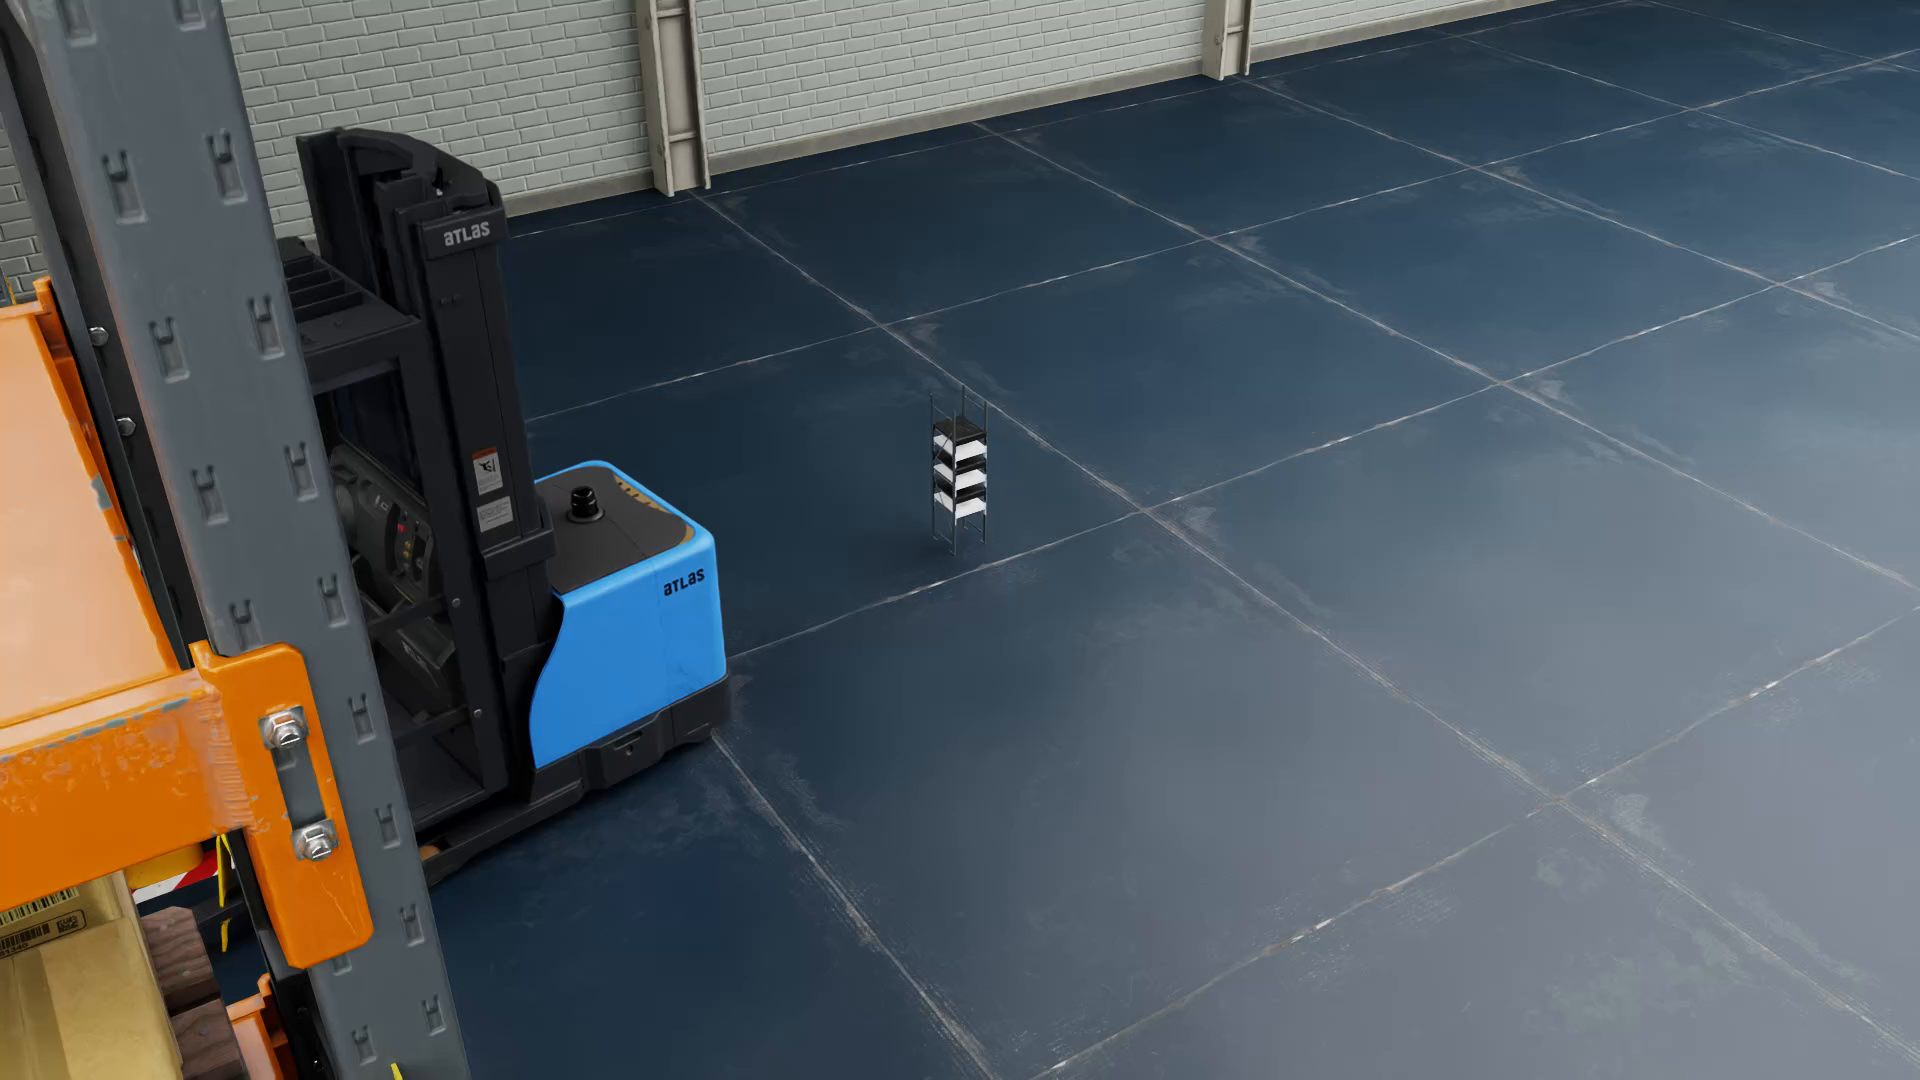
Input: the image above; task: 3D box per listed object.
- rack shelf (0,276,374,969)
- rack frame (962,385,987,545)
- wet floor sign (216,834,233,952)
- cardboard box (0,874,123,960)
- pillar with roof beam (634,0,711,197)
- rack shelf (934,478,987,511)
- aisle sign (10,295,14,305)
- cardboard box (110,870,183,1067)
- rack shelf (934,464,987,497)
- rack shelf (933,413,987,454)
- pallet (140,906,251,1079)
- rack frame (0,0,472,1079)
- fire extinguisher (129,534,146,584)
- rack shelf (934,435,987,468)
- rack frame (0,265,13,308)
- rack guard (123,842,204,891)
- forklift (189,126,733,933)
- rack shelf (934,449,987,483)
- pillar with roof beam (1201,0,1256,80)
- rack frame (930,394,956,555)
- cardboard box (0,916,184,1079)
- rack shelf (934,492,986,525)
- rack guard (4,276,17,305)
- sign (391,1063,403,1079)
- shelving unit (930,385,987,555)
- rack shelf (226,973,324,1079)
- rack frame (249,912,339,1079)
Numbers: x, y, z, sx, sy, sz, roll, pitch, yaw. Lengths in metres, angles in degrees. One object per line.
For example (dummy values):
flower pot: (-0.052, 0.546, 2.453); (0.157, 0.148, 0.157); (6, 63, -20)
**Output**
rack shelf: (-2.551, 0.598, 1.038); (4.000, 0.370, 1.077); (-19, 37, -27)
rack frame: (0.079, -0.408, 9.174); (0.006, 0.900, 0.240); (-19, 37, -27)
wet floor sign: (-2.898, 1.314, 6.684); (0.232, 0.644, 0.267); (-7, 33, -11)
cardboard box: (-1.415, 0.557, 2.240); (0.500, 0.250, 0.500); (-19, 37, -27)
pillar with roof beam: (-0.028, -4.876, 8.666); (0.400, 9.000, 9.100); (-19, 37, -27)
rack shelf: (-0.007, -0.274, 9.194); (0.200, 0.077, 0.258); (-19, 37, -27)
aisle sign: (-3.428, -1.094, 5.858); (0.004, 0.787, 0.394); (-19, 37, -27)
cardboard box: (-1.332, 0.657, 2.456); (0.250, 0.149, 0.380); (-19, 37, -27)
rack shelf: (-0.007, -0.350, 9.146); (0.200, 0.077, 0.258); (-19, 37, -27)
rack shelf: (-0.007, -0.578, 9.002); (0.200, 0.077, 0.258); (-19, 37, -27)
pallet: (-1.488, 1.072, 2.133); (1.213, 0.211, 1.003); (-19, 37, -27)
rack frame: (-0.870, -0.454, 1.656); (0.127, 3.000, 1.000); (-19, 37, -27)
fire extinguisher: (-3.291, 0.100, 6.475); (0.183, 0.674, 0.296); (-19, 37, -27)
rack shelf: (-0.007, -0.502, 9.050); (0.200, 0.077, 0.258); (-19, 37, -27)
rack frame: (-3.637, -0.107, 6.729); (0.127, 3.000, 1.000); (-19, 37, -27)
rack guard: (-3.701, 0.972, 7.361); (0.348, 0.500, 1.175); (-19, 37, -27)
forklift: (-2.516, -0.022, 6.659); (3.031, 2.935, 1.130); (-26, 40, -34)
rack shelf: (-0.007, -0.426, 9.098); (0.200, 0.077, 0.258); (-19, 37, -27)
pillar with roof beam: (5.015, -6.610, 11.416); (0.400, 9.000, 9.100); (-19, 37, -27)
rack frame: (-0.092, -0.349, 9.081); (0.006, 0.900, 0.240); (-19, 37, -27)
cardboard box: (-0.970, 0.614, 1.776); (0.250, 0.149, 0.380); (-19, 37, -27)
rack shelf: (-0.007, -0.198, 9.242); (0.200, 0.077, 0.258); (-19, 37, -27)
rack guard: (-6.310, -1.281, 10.934); (0.348, 0.500, 1.175); (-19, 37, -27)
sign: (-0.588, 0.721, 1.849); (0.005, 0.325, 0.100); (-19, 37, -27)
shelving unit: (-0.007, -0.378, 9.128); (0.210, 0.900, 0.258); (-19, 37, -27)
rack shelf: (-2.551, 1.698, 1.732); (4.000, 0.370, 1.077); (-19, 37, -27)
rack frame: (-0.870, 2.084, 3.257); (0.127, 3.000, 1.000); (-19, 37, -27)
